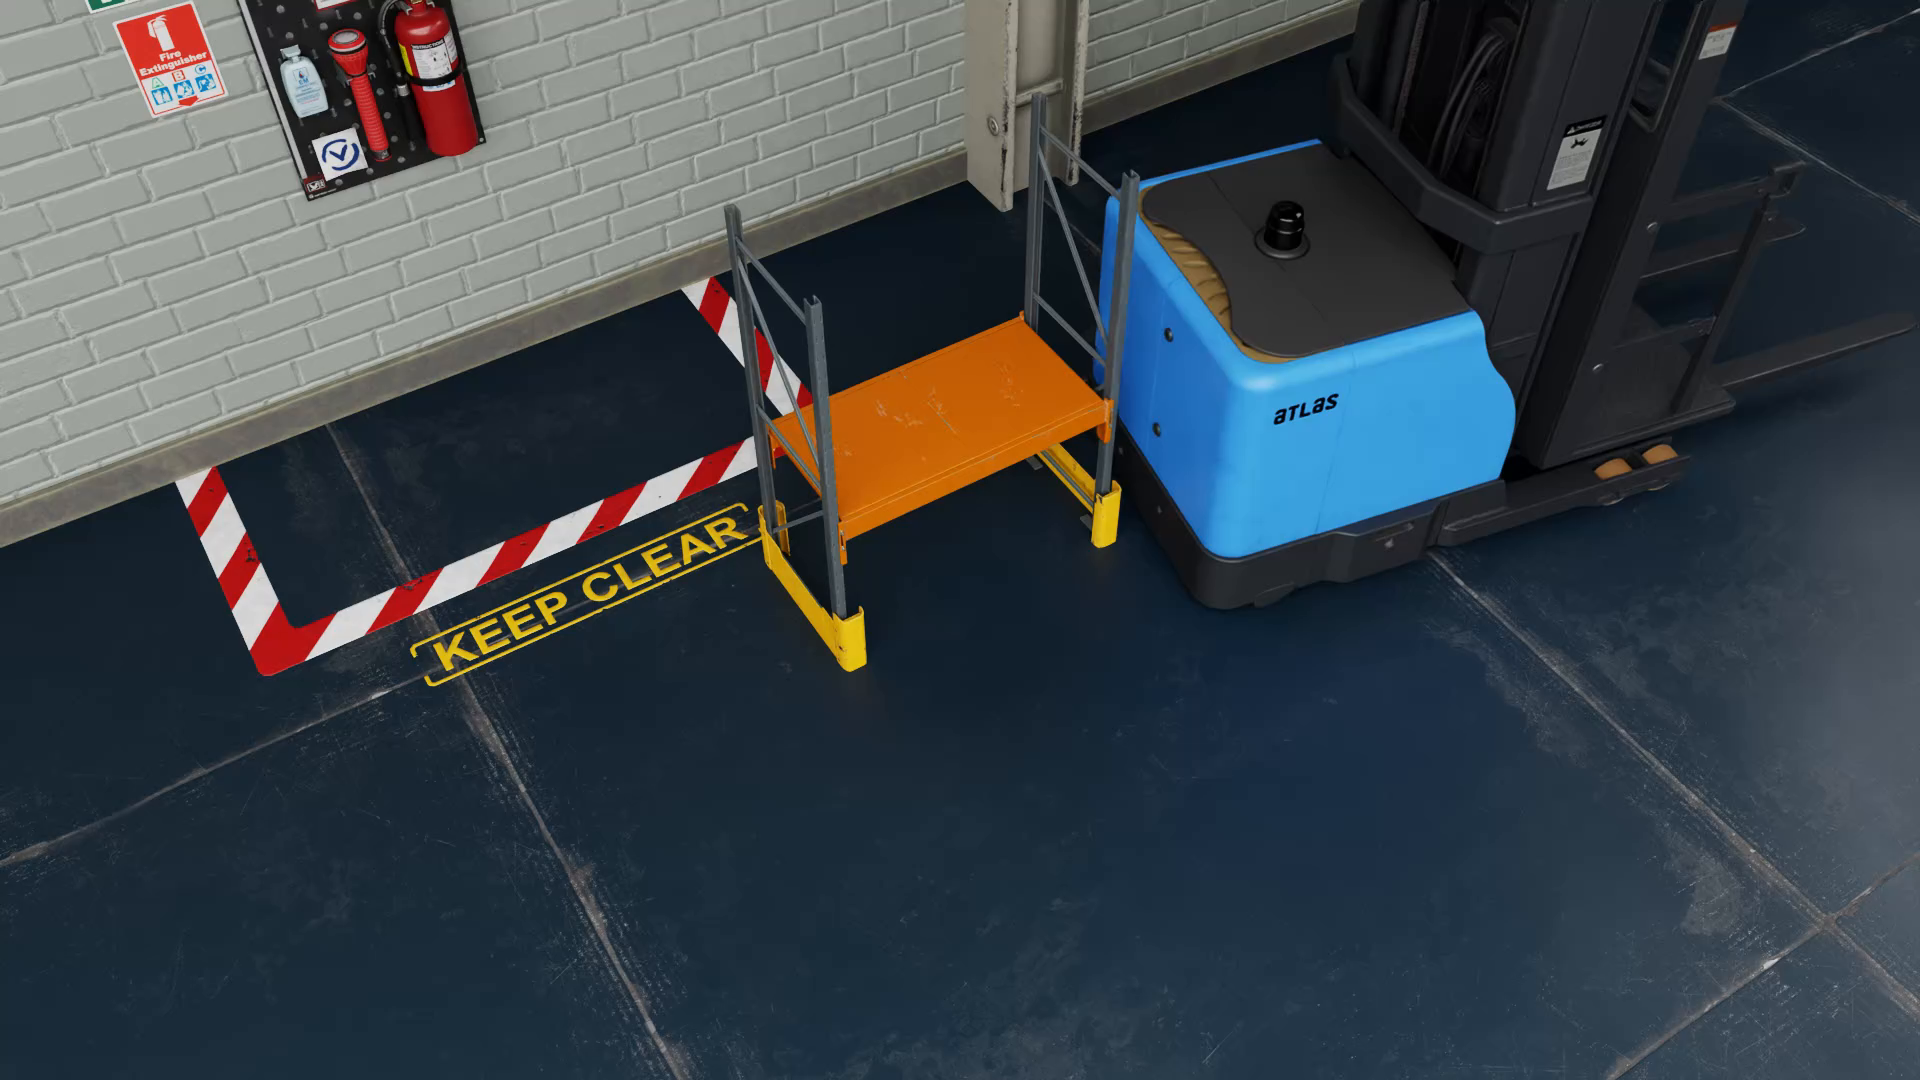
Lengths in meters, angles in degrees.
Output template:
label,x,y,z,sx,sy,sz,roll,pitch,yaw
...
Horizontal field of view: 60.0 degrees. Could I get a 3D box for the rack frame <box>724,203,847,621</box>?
label,x,y,z,sx,sy,sz,roll,pitch,yaw
rack frame,-0.502,-0.262,4.979,0.032,1.500,0.500,-25,53,-21

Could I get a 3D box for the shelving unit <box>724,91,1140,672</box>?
label,x,y,z,sx,sy,sz,roll,pitch,yaw
shelving unit,-0.064,-0.468,5.163,1.083,1.500,0.587,-25,53,-21

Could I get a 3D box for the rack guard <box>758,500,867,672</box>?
label,x,y,z,sx,sy,sz,roll,pitch,yaw
rack guard,-0.486,0.146,5.453,0.087,0.250,0.587,-25,53,-21

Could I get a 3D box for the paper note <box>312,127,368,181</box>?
label,x,y,z,sx,sy,sz,roll,pitch,yaw
paper note,-2.034,-1.267,5.459,0.142,0.148,0.016,-25,53,-21

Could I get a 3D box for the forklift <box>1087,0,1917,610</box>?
label,x,y,z,sx,sy,sz,roll,pitch,yaw
forklift,2.023,-1.451,5.080,3.031,2.935,1.130,-16,50,-14

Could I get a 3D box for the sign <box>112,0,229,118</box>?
label,x,y,z,sx,sy,sz,roll,pitch,yaw
sign,-2.370,-1.443,5.003,0.234,0.329,0.001,-25,53,-21

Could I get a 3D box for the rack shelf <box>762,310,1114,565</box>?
label,x,y,z,sx,sy,sz,roll,pitch,yaw
rack shelf,-0.072,-0.345,5.294,1.000,0.185,0.538,-25,53,-21

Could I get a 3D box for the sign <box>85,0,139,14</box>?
label,x,y,z,sx,sy,sz,roll,pitch,yaw
sign,-2.362,-1.616,4.802,0.331,0.109,0.001,-25,53,-21

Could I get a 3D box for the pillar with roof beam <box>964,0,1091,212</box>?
label,x,y,z,sx,sy,sz,roll,pitch,yaw
pillar with roof beam,2.560,-1.823,1.348,0.400,9.000,9.100,-25,53,-21

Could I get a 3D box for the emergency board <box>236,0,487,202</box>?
label,x,y,z,sx,sy,sz,roll,pitch,yaw
emergency board,-1.848,-1.587,5.154,0.643,1.169,0.194,-25,53,-21

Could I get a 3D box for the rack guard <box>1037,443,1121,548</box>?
label,x,y,z,sx,sy,sz,roll,pitch,yaw
rack guard,0.357,-0.251,5.806,0.087,0.250,0.587,-25,53,-21

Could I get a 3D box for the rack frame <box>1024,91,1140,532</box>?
label,x,y,z,sx,sy,sz,roll,pitch,yaw
rack frame,0.358,-0.667,5.340,0.032,1.500,0.500,-25,53,-21
